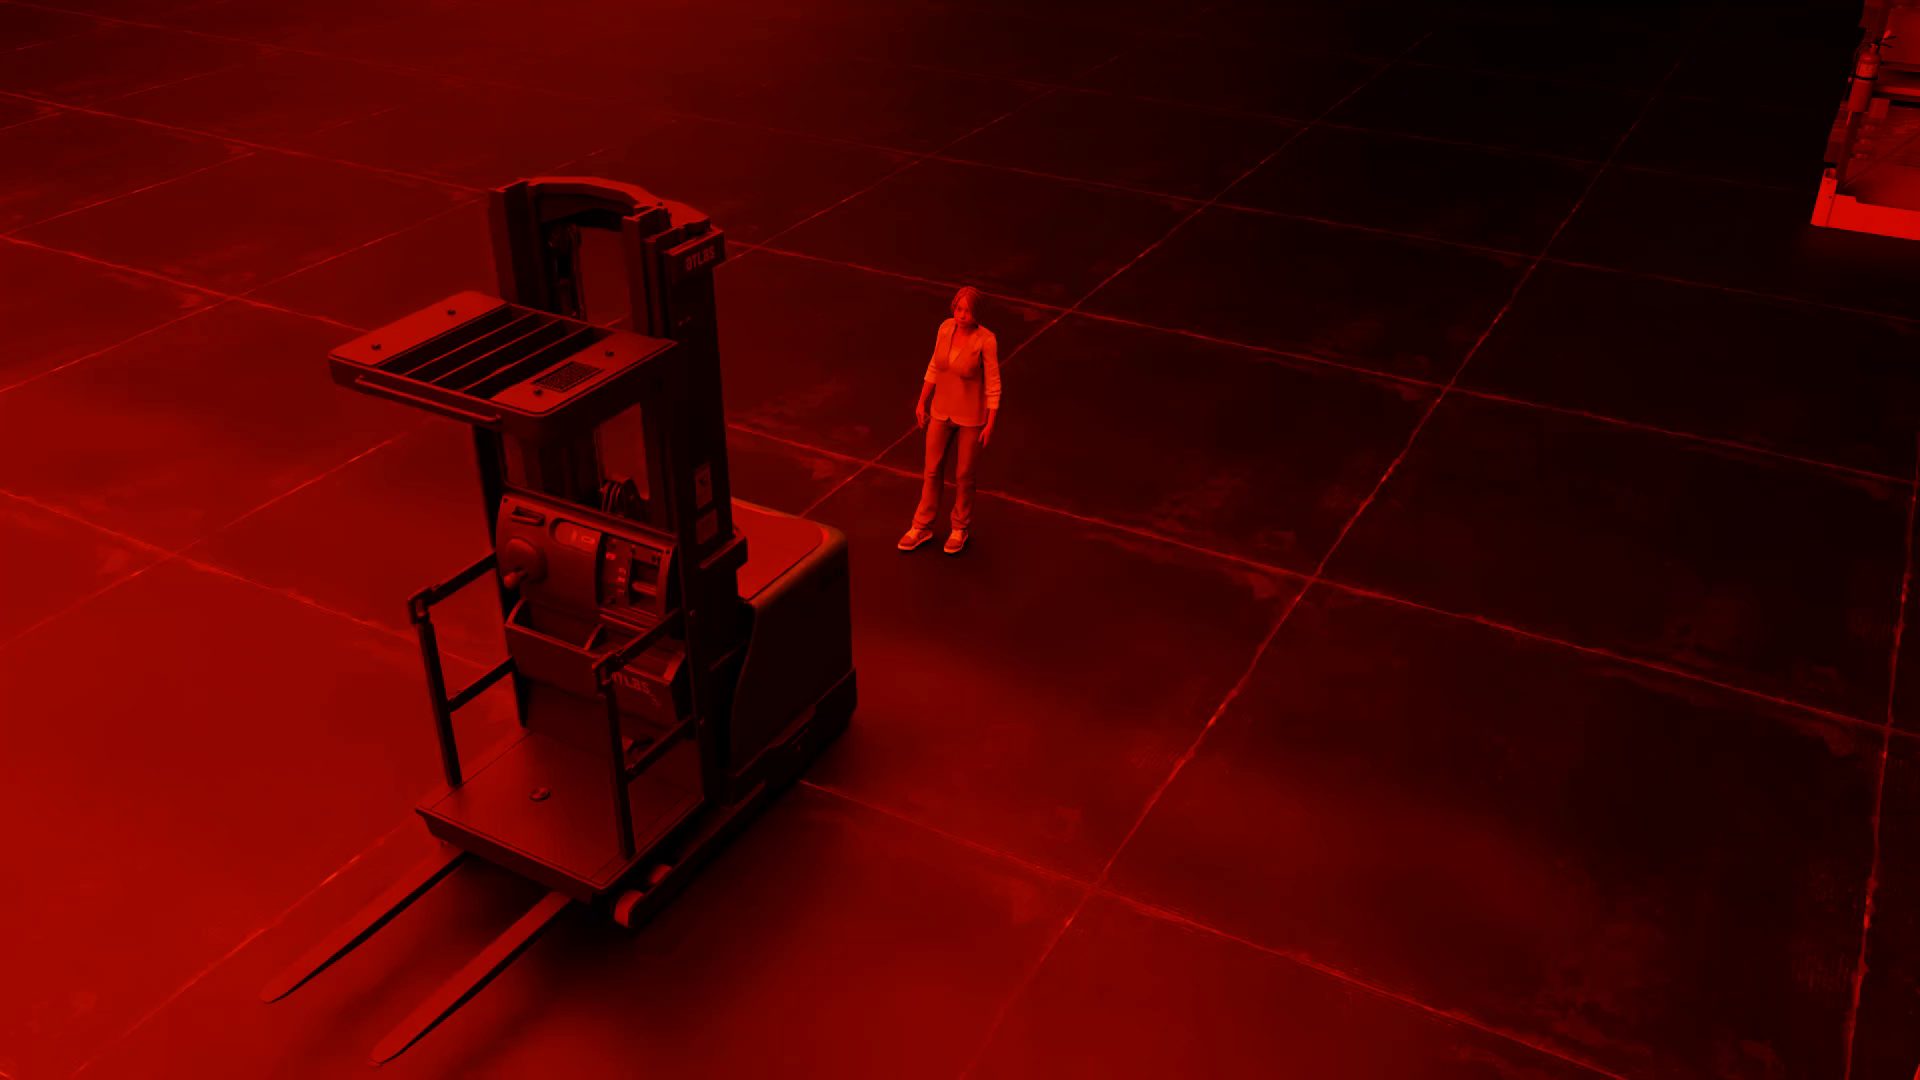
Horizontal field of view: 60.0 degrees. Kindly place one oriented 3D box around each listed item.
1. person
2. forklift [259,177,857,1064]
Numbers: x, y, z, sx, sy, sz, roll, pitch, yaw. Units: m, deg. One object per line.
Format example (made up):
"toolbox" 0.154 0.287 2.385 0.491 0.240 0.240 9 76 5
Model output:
"person" -0.049 -0.669 9.549 0.520 1.599 0.473 15 33 25
"forklift" -1.690 0.132 6.841 1.130 2.935 3.031 16 34 26
